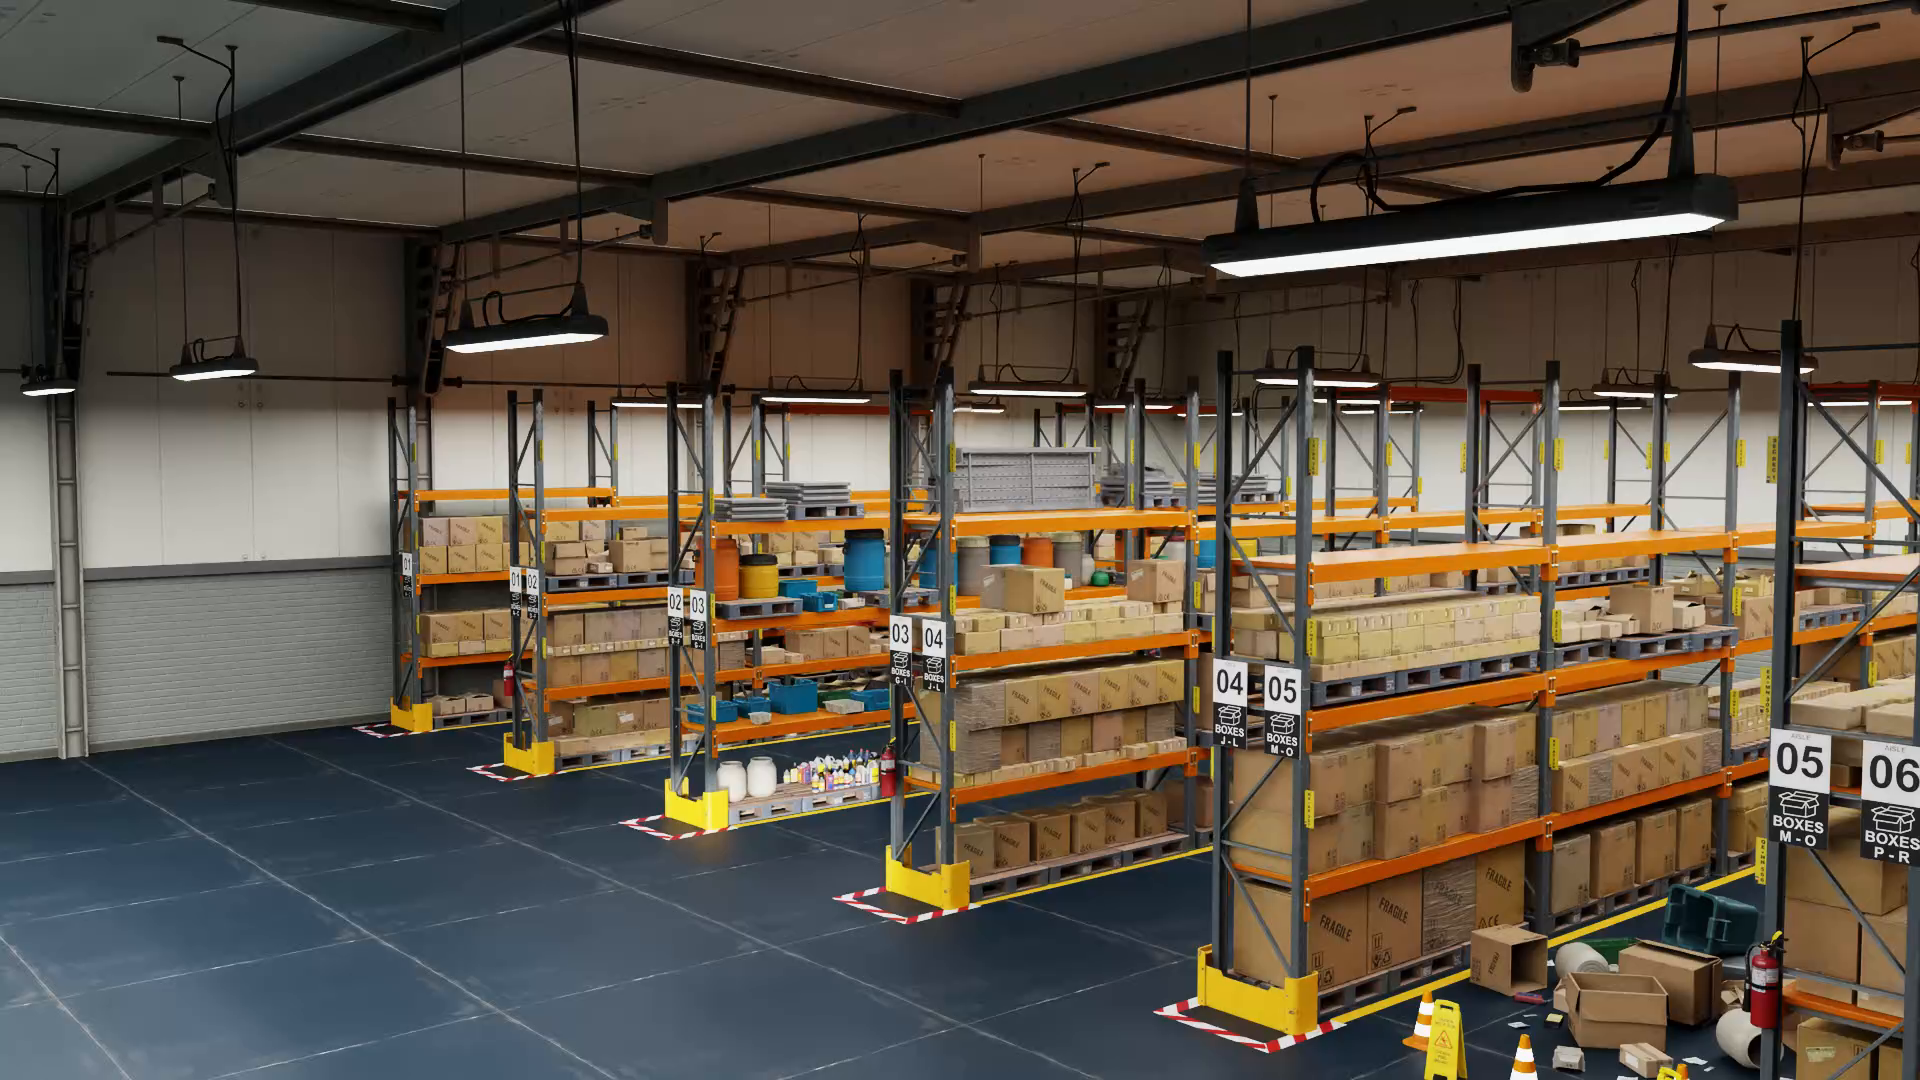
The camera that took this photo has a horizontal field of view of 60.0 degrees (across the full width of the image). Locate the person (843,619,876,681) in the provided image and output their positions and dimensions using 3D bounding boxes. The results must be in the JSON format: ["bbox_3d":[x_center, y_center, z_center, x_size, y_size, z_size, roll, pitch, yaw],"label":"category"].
[{"bbox_3d":[-2.077,2.129,33.262,0.642,1.791,0.797,3,4,41],"label":"person"}]

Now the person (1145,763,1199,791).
[{"bbox_3d":[3.073,2.893,23.930,1.118,1.830,0.667,-3,5,-42],"label":"person"}]
